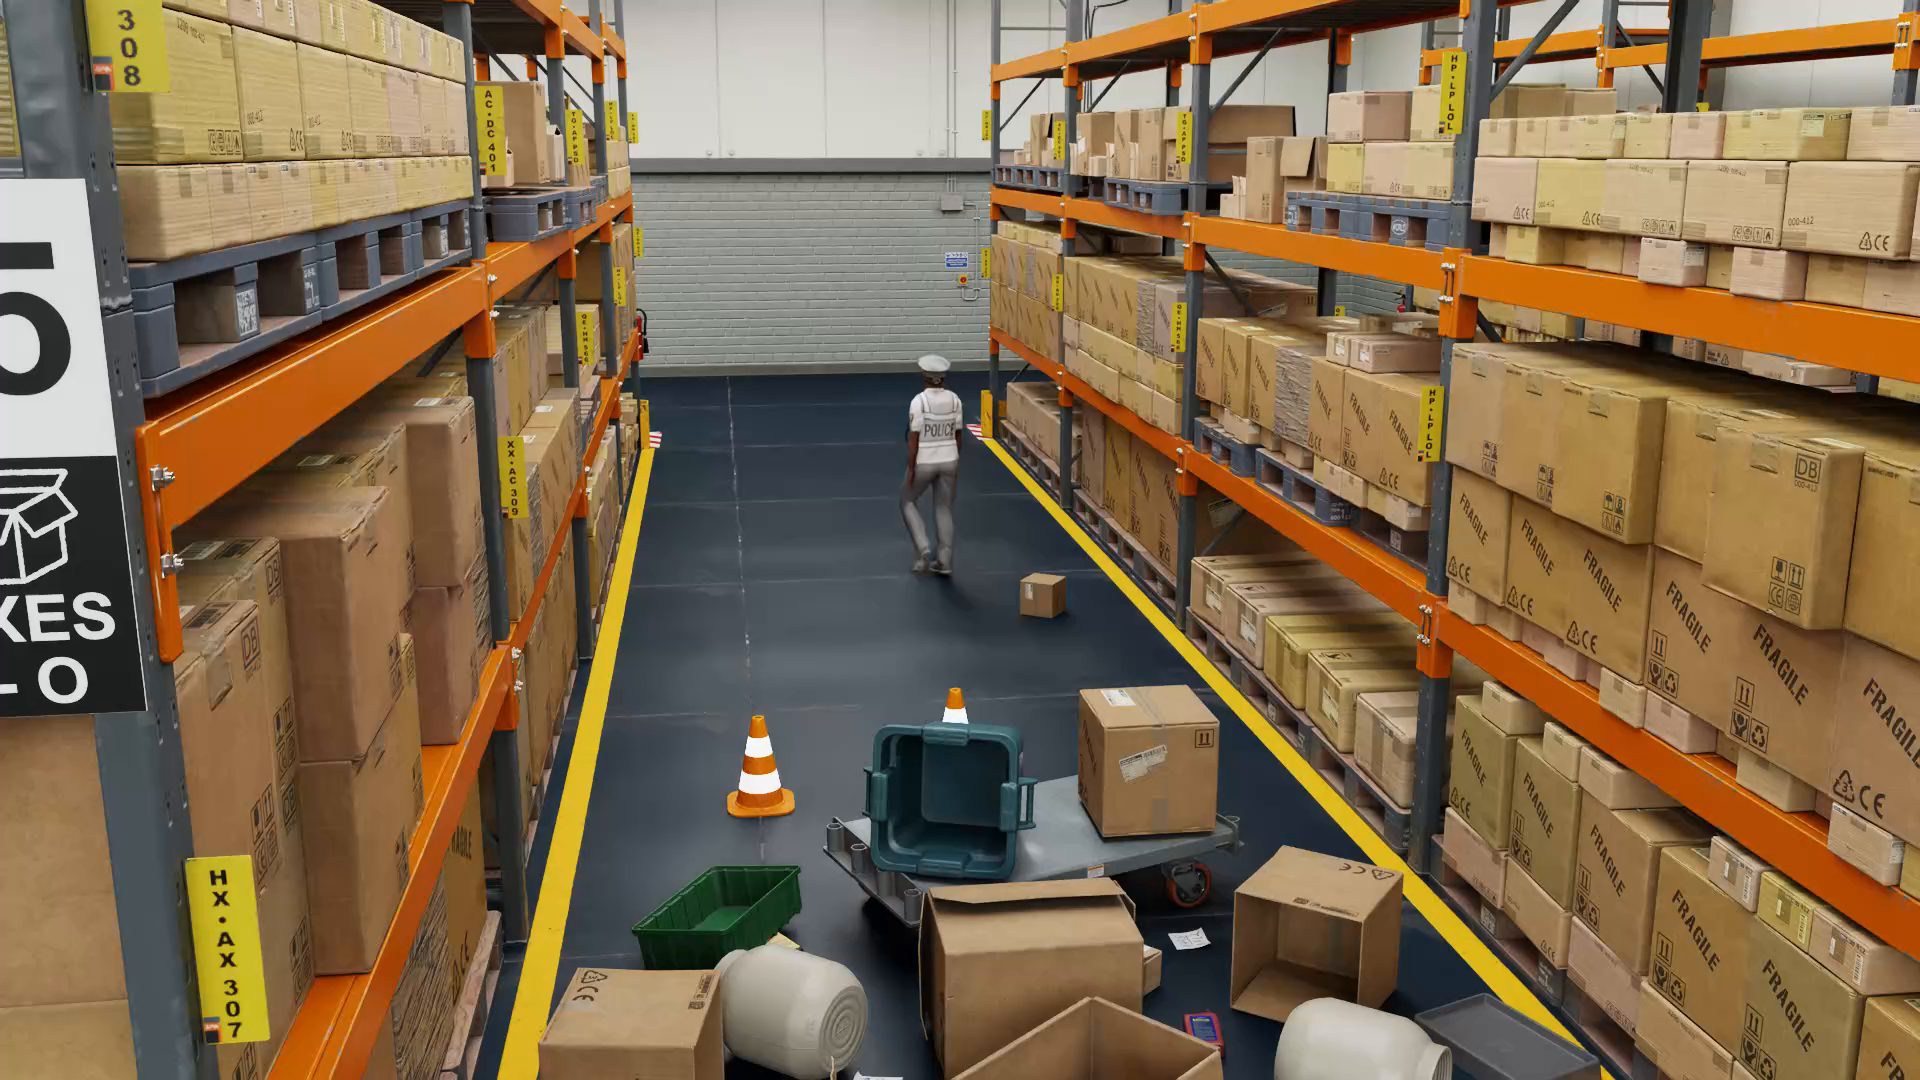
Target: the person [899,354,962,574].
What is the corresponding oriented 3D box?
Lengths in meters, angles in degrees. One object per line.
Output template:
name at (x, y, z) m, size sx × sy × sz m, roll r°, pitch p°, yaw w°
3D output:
person at (-0.219, -0.564, 12.789) m, size 0.484 × 1.721 × 0.479 m, roll -6°, pitch 14°, yaw -23°
